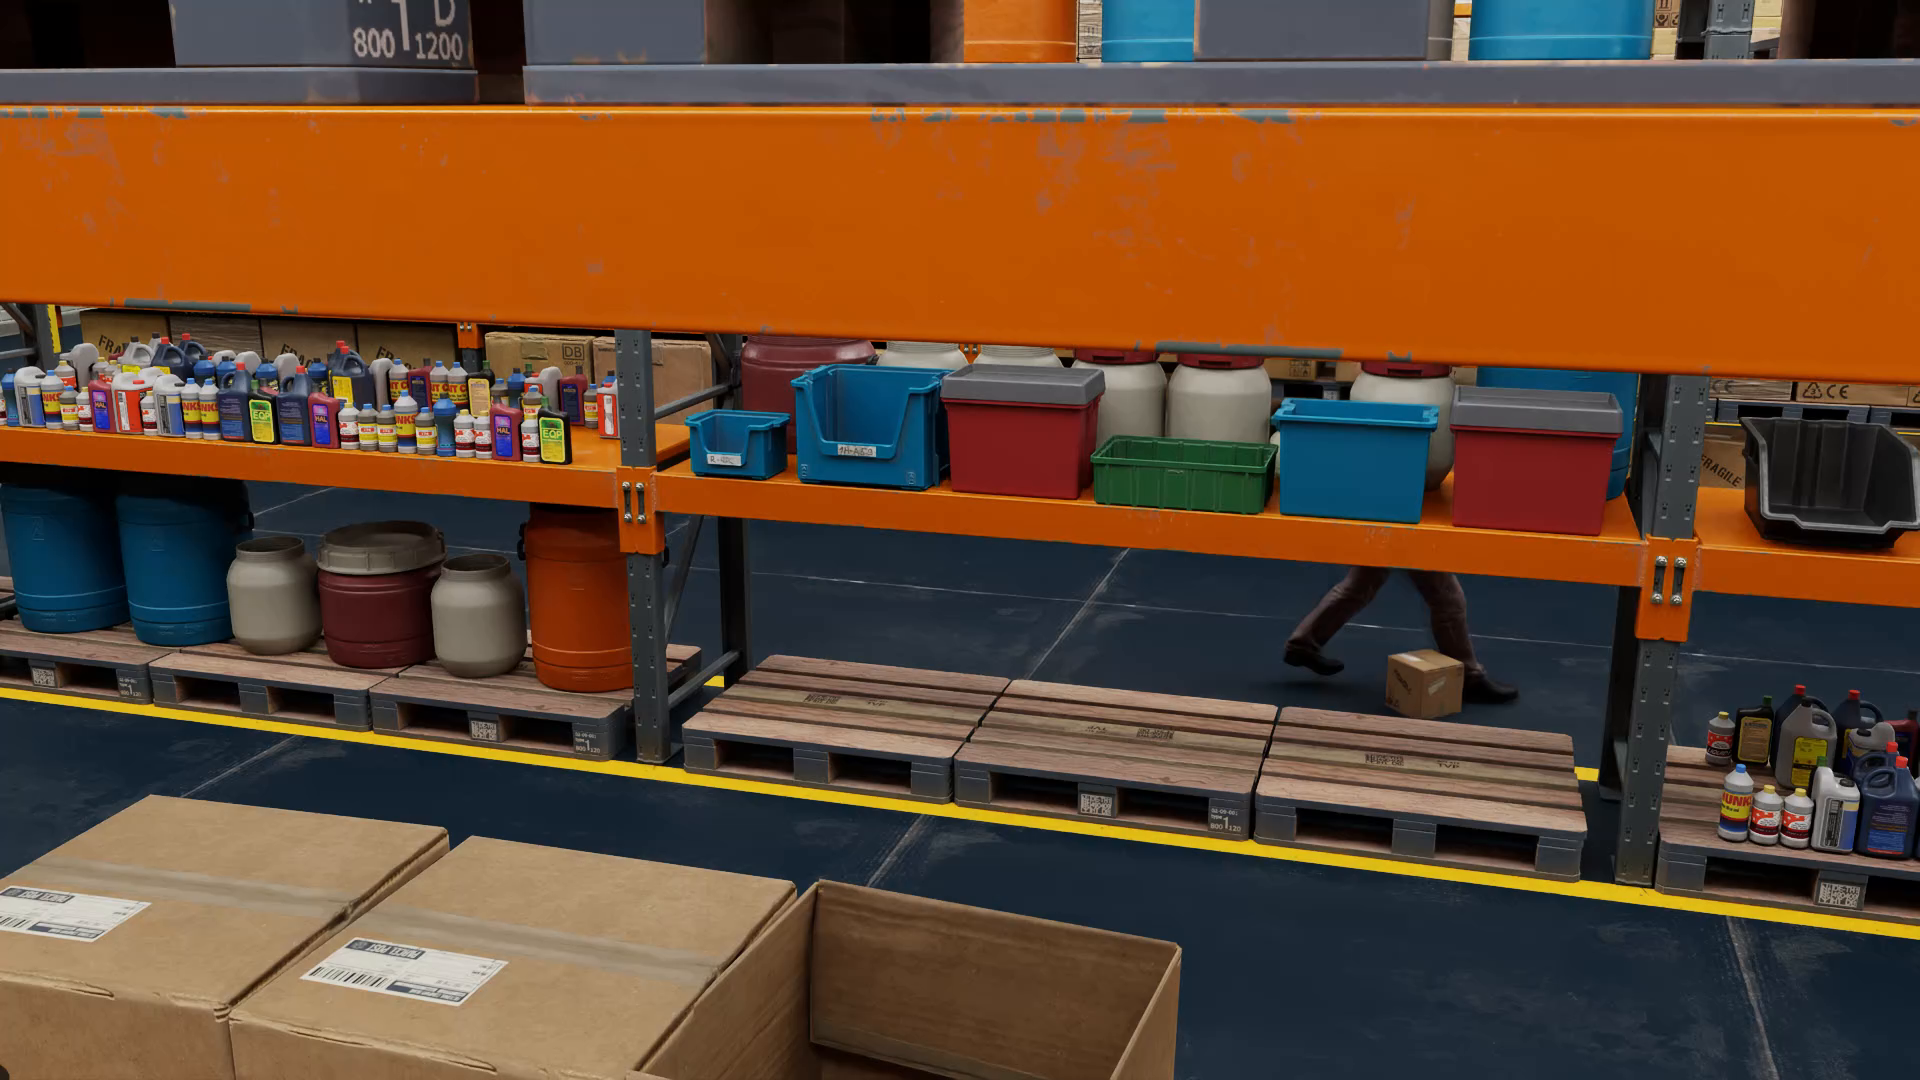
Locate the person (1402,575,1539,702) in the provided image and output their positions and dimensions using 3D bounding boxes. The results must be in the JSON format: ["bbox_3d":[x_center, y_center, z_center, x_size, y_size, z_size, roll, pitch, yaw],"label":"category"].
[{"bbox_3d":[2.464,-0.095,7.850,0.639,1.702,0.547,2,15,9],"label":"person"}]
